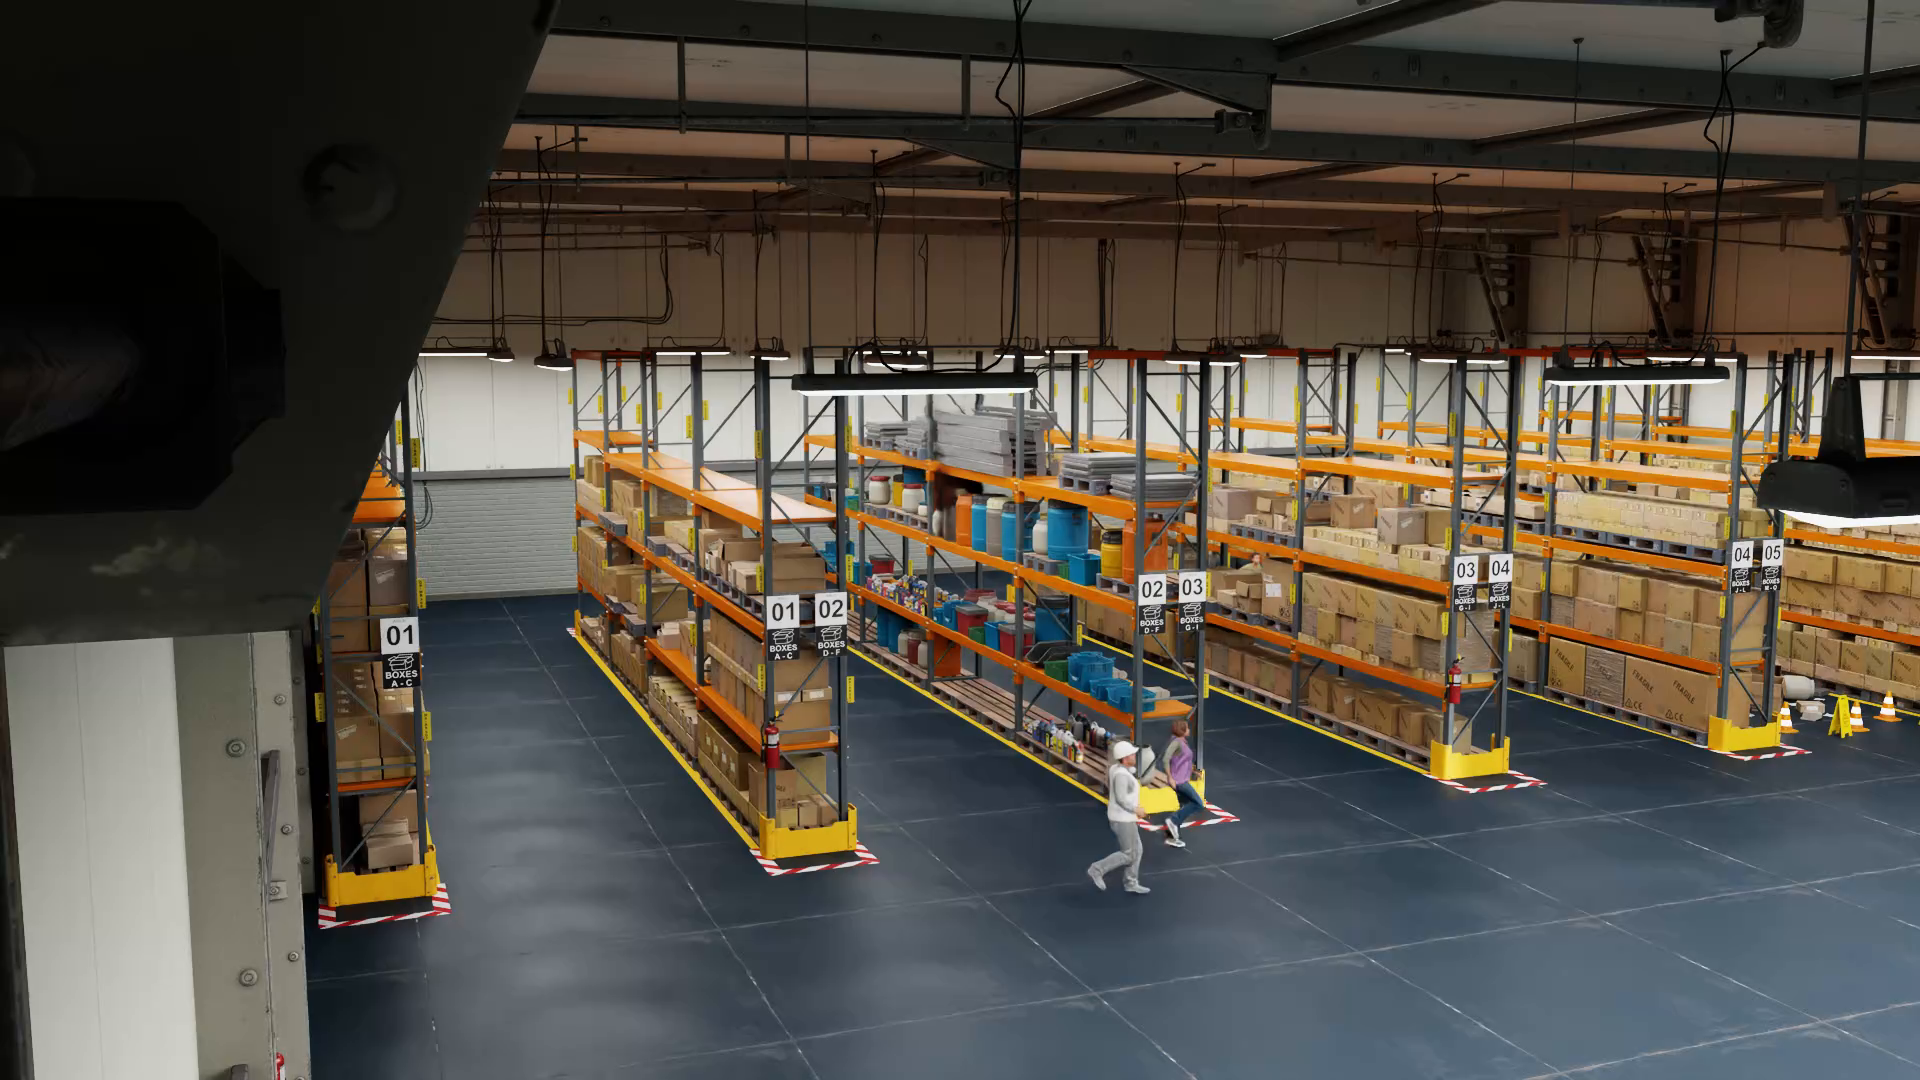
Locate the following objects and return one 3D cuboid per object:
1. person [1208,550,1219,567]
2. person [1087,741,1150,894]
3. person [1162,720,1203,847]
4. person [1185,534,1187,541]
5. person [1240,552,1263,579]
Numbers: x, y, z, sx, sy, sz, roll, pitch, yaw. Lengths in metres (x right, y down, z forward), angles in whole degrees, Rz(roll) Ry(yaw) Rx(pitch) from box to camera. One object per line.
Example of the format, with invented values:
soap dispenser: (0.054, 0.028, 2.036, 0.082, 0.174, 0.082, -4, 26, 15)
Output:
person: (6.215, 0.377, 41.475, 0.596, 1.653, 0.594, -3, 8, -24)
person: (1.801, 3.140, 18.801, 0.732, 1.765, 0.684, 0, 7, 0)
person: (2.784, 3.010, 20.660, 0.507, 1.526, 0.527, 2, 7, 15)
person: (5.117, 0.674, 38.590, 0.680, 1.803, 0.706, -2, 7, -17)
person: (6.322, 1.067, 35.747, 0.551, 1.626, 0.688, -3, 8, -25)
